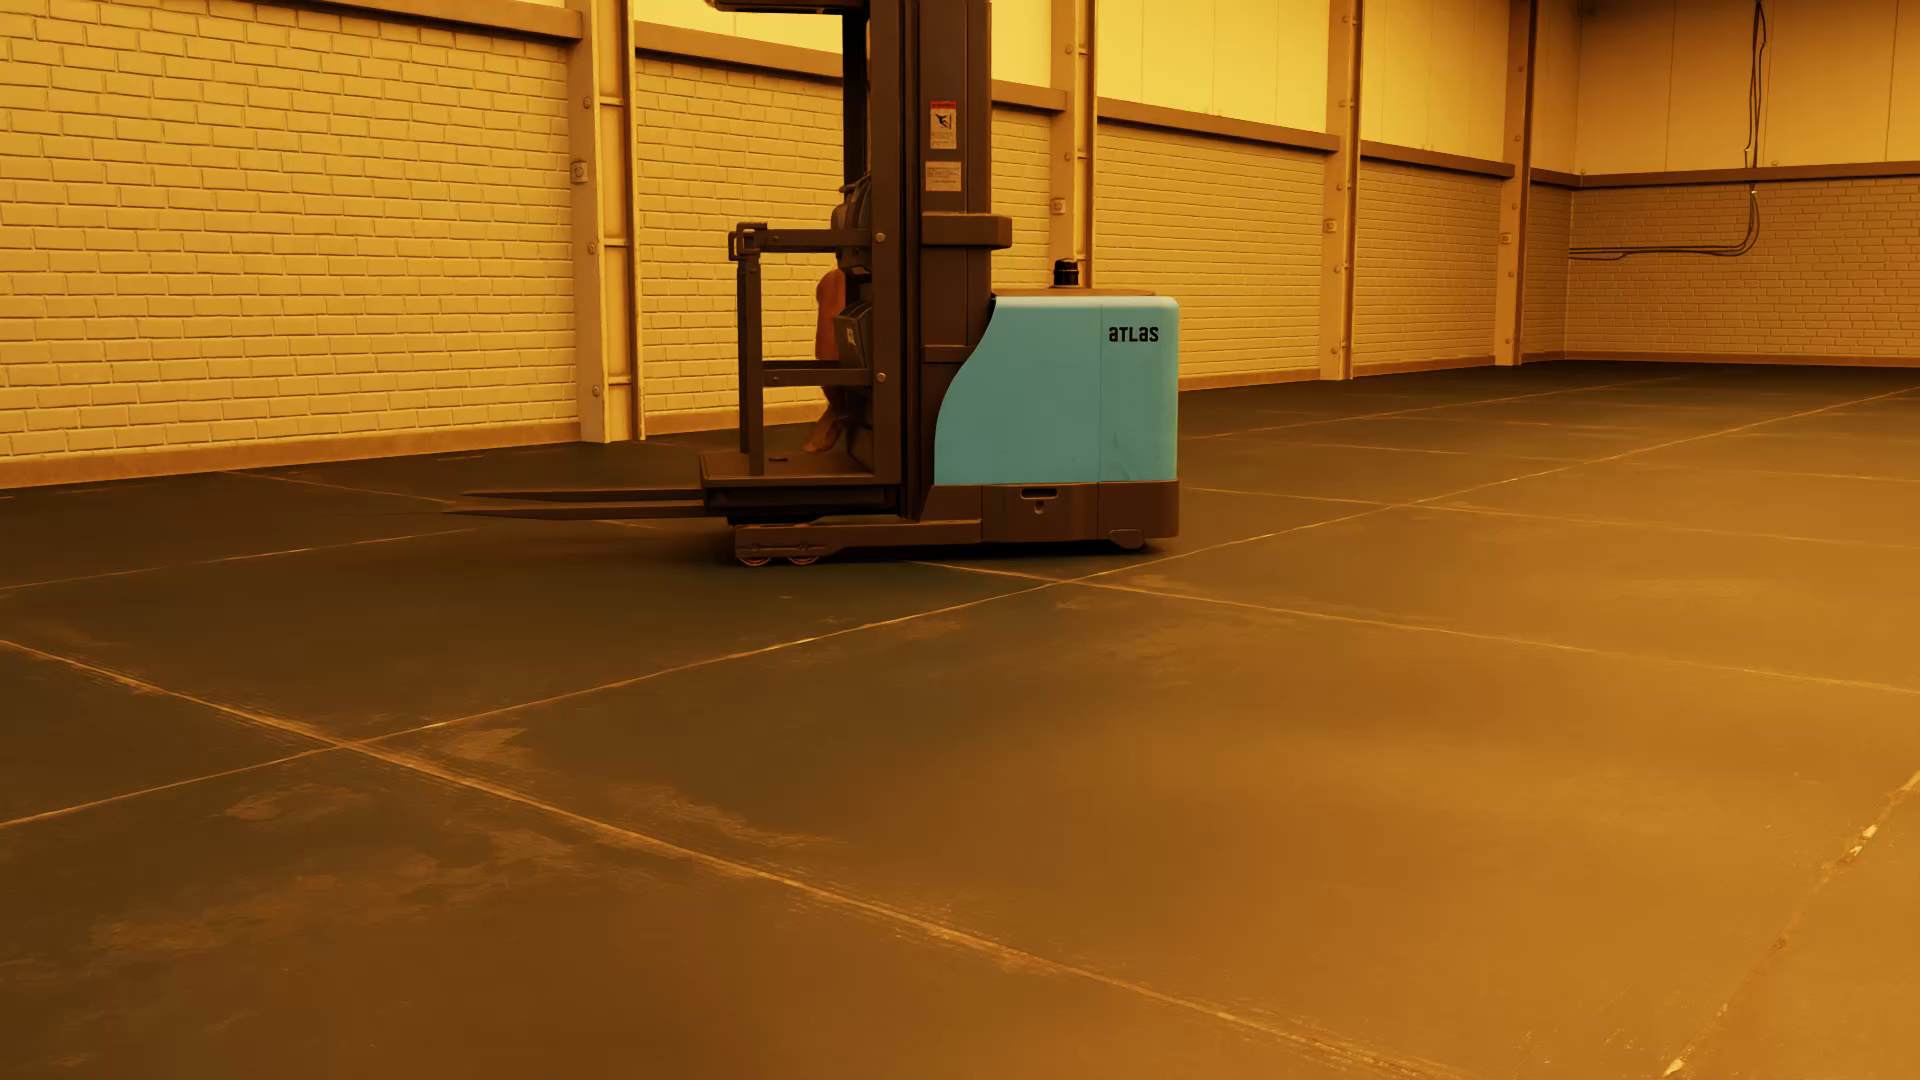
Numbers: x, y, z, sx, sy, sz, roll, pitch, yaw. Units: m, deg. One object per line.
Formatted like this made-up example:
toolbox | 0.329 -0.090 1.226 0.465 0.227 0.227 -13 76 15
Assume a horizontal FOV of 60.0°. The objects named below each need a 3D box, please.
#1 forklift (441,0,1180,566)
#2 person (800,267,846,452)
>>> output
forklift | -0.637 -1.427 7.037 3.031 2.935 1.130 -1 8 -10
person | -0.485 -1.055 9.608 0.847 1.534 0.912 6 10 36
